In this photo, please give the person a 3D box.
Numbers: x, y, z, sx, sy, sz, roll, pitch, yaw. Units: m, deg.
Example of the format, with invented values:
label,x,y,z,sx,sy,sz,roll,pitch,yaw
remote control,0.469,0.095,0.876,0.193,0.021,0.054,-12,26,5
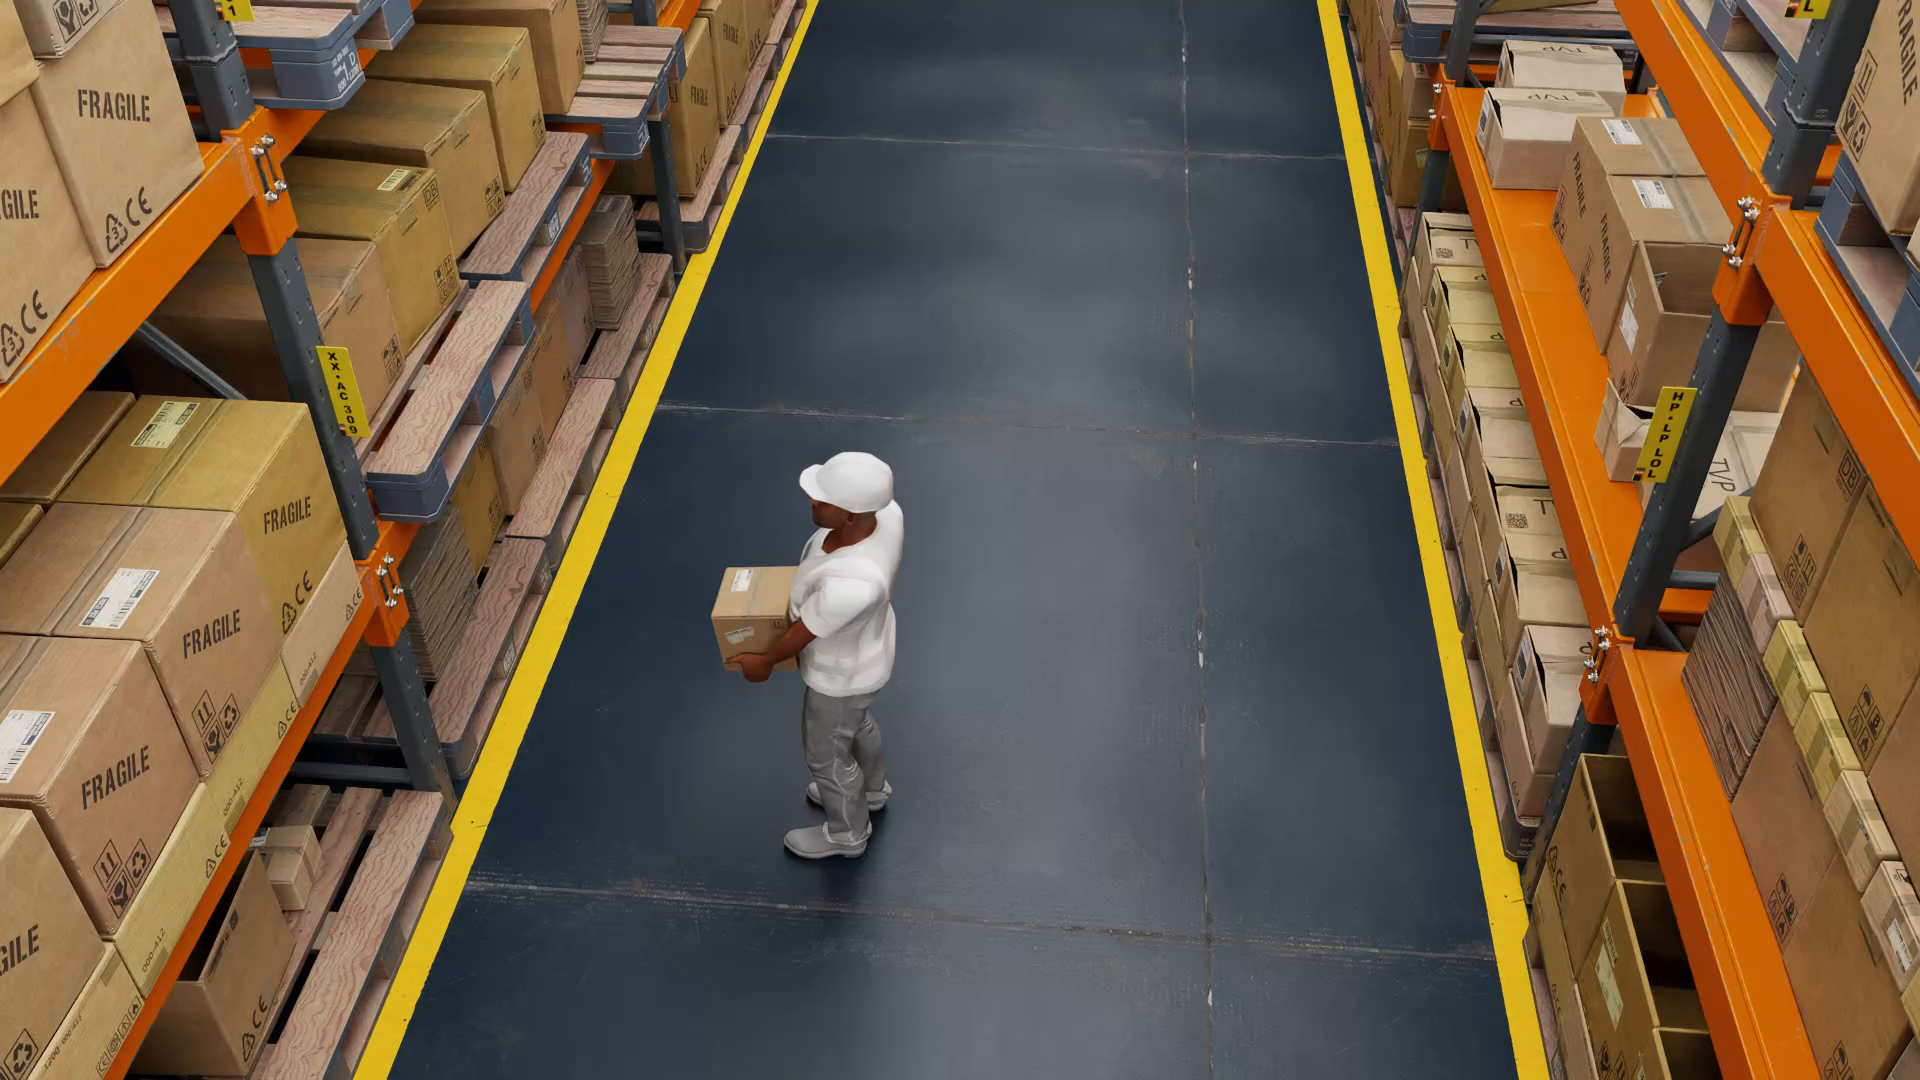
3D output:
label,x,y,z,sx,sy,sz,roll,pitch,yaw
person,-0.487,0.403,5.658,0.587,1.760,0.503,4,40,4
